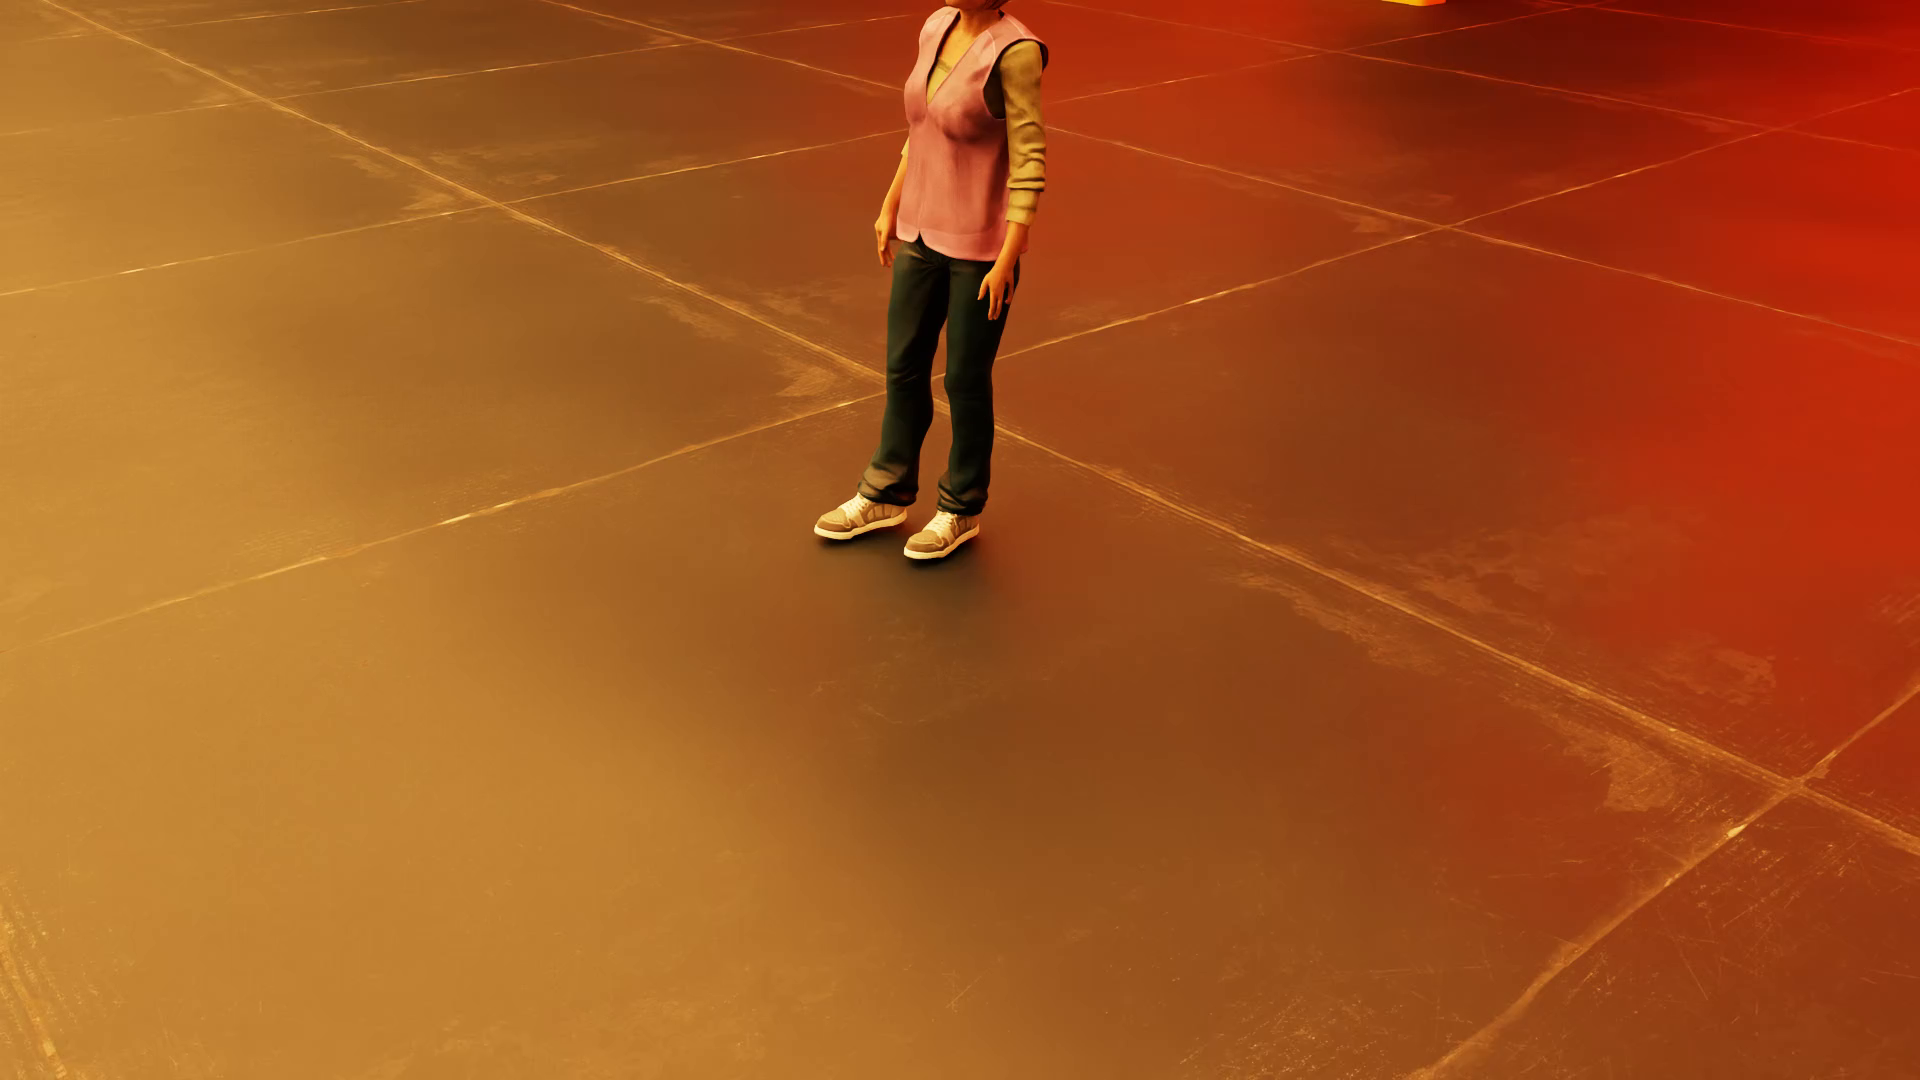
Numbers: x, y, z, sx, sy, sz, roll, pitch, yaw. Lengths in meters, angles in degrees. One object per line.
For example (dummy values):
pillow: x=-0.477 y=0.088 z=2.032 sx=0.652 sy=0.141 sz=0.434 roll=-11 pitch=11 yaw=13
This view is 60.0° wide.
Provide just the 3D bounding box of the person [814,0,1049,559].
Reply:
person: x=-0.065 y=-0.706 z=4.110 sx=0.476 sy=1.597 sz=0.520 roll=-20 pitch=33 yaw=-35
